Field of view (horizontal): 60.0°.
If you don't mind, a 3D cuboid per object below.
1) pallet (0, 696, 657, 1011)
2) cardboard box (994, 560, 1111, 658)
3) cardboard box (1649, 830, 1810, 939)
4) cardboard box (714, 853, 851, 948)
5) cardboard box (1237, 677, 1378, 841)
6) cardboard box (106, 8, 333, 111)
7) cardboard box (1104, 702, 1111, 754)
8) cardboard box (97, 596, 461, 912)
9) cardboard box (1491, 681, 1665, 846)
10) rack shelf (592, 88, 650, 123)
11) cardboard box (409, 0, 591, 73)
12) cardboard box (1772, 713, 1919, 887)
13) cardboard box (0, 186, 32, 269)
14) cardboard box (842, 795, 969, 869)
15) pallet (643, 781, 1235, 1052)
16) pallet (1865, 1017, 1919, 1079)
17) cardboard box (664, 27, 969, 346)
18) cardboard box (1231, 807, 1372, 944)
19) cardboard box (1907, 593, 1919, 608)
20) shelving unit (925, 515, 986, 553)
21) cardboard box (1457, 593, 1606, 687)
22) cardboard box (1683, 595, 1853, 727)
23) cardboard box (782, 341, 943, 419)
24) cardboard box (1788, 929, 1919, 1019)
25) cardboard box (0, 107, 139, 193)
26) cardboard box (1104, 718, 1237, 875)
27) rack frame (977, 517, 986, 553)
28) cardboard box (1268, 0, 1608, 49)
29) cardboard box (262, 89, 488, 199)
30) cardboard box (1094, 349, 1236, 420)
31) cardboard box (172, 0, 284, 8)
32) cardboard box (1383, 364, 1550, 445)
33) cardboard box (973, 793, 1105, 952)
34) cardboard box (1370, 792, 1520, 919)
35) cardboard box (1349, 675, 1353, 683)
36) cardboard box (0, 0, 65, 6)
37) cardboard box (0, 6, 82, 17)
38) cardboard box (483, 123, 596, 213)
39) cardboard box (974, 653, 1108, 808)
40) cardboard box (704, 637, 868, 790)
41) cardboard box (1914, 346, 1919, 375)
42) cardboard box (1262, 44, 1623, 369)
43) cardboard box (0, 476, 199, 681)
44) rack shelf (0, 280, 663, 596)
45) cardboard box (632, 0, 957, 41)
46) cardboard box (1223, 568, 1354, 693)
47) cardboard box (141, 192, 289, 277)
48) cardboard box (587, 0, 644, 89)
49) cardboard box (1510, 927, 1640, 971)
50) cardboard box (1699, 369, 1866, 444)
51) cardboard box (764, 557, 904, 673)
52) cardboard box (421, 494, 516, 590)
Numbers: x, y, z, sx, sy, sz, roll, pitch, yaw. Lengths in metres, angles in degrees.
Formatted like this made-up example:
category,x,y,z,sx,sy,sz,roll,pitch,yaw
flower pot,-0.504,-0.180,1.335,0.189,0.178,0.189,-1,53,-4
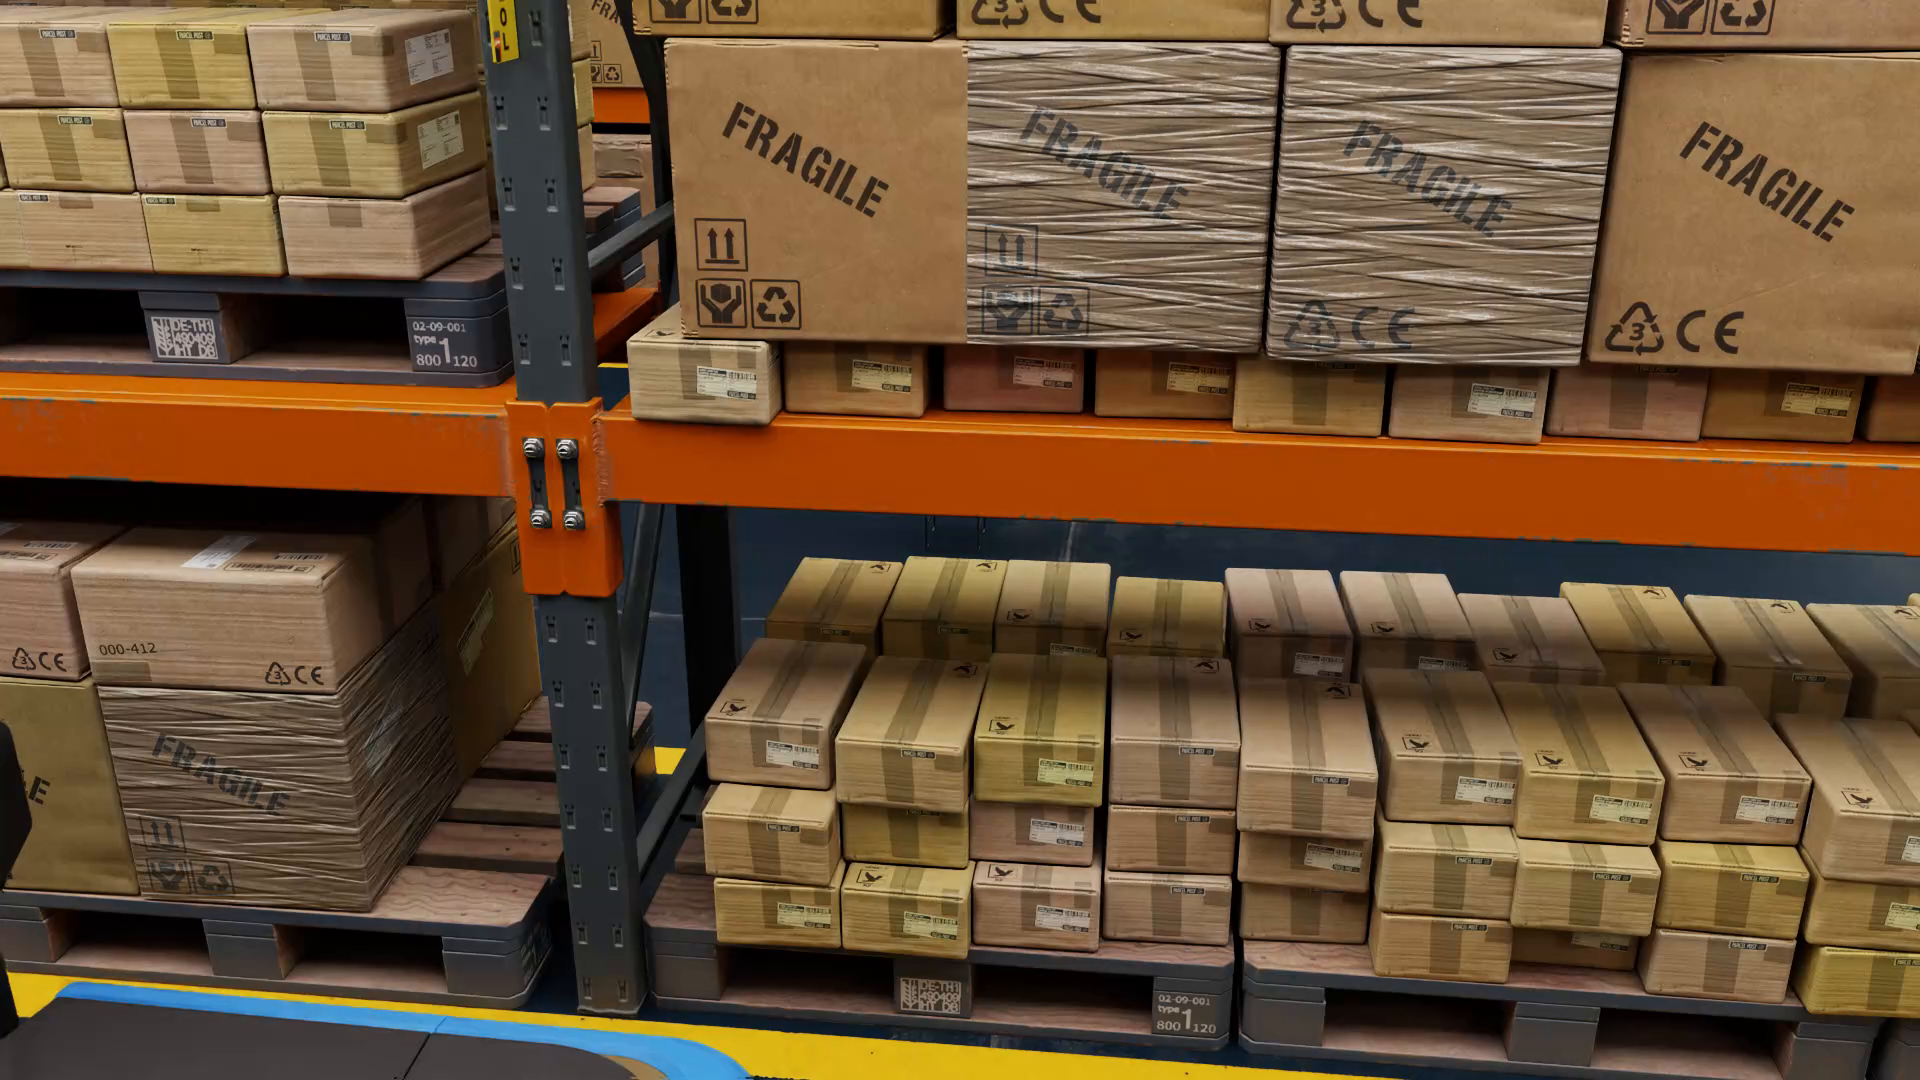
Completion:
category,x,y,z,sx,sy,sz,roll,pitch,yaw
pallet,-1.444,0.674,3.949,1.213,0.211,1.003,2,22,6
cardboard box,0.220,0.189,3.879,0.250,0.149,0.380,2,22,6
cardboard box,1.459,0.599,3.246,0.250,0.149,0.380,4,22,9
cardboard box,-0.347,0.673,3.463,0.250,0.149,0.380,2,22,4
cardboard box,0.675,0.425,3.283,0.250,0.149,0.380,3,22,7
cardboard box,-1.359,-0.903,3.104,0.250,0.149,0.380,2,22,5
cardboard box,0.455,0.359,3.855,0.250,0.149,0.380,3,22,7
cardboard box,-1.435,0.437,3.583,0.500,0.500,0.500,2,22,5
cardboard box,1.196,0.431,3.266,0.250,0.149,0.380,3,22,7
rack shelf,-1.973,-2.149,8.273,4.000,0.370,1.077,2,22,6
cardboard box,-1.008,-1.130,3.680,0.250,0.149,0.380,4,22,9
cardboard box,1.708,0.484,3.133,0.250,0.149,0.380,3,22,8
cardboard box,-1.843,-0.647,3.267,0.250,0.149,0.380,1,22,4
cardboard box,-0.087,0.513,3.465,0.250,0.149,0.380,3,22,7
pallet,0.000,0.723,3.824,1.213,0.211,1.003,2,22,6
pallet,2.423,0.828,3.557,1.213,0.211,1.003,2,22,6
cardboard box,-0.209,-0.661,2.992,0.500,0.500,0.500,2,22,5
cardboard box,0.699,0.668,3.476,0.250,0.149,0.380,2,22,4
cardboard box,2.298,0.264,3.688,0.250,0.149,0.380,2,22,6
shelving unit,-0.014,-0.559,5.721,0.189,1.200,0.258,2,22,6
cardboard box,1.251,0.264,3.688,0.250,0.149,0.380,3,22,6
cardboard box,1.768,0.268,3.678,0.250,0.149,0.380,3,22,8
cardboard box,-0.163,-0.357,3.106,0.250,0.149,0.380,3,22,8
cardboard box,1.727,0.756,3.255,0.250,0.149,0.380,2,22,4
cardboard box,-1.597,-0.775,3.186,0.250,0.149,0.380,3,22,9
cardboard box,0.427,0.523,3.439,0.250,0.149,0.380,1,22,4
rack frame,0.076,-0.555,5.711,0.006,1.200,0.240,2,22,6
cardboard box,0.762,-1.081,2.695,0.500,0.500,0.500,3,22,7
cardboard box,-1.089,-0.752,3.128,0.250,0.149,0.380,3,22,8
cardboard box,0.377,-0.351,3.090,0.250,0.149,0.380,2,22,4
cardboard box,-1.540,-1.152,3.735,0.250,0.149,0.380,3,22,7
cardboard box,0.885,-0.302,2.966,0.250,0.149,0.380,3,22,9
cardboard box,0.170,0.677,3.454,0.250,0.149,0.380,2,22,6
cardboard box,0.941,0.577,3.301,0.250,0.149,0.380,2,22,6
cardboard box,0.974,0.381,3.797,0.250,0.149,0.380,1,22,4
cardboard box,-2.042,-1.175,3.792,0.250,0.149,0.380,2,22,6
cardboard box,-1.876,-0.926,3.163,0.250,0.149,0.380,2,22,6
cardboard box,-1.008,-0.853,3.789,0.250,0.149,0.380,1,22,4
cardboard box,0.170,0.381,3.394,0.250,0.149,0.380,2,22,6
cardboard box,-0.353,0.354,3.461,0.250,0.149,0.380,3,22,8
cardboard box,1.809,-0.570,2.761,0.500,0.500,0.500,3,22,6
cardboard box,0.780,-0.608,2.857,0.500,0.500,0.500,2,22,5
cardboard box,-1.949,0.061,3.514,0.500,0.250,0.500,4,22,9
rack shelf,-2.657,-0.342,3.704,4.000,0.370,1.077,2,22,6
cardboard box,-0.251,-1.131,2.821,0.500,0.500,0.500,3,22,8
cardboard box,0.748,0.207,3.835,0.250,0.149,0.380,1,22,4
cardboard box,-1.347,-0.624,3.210,0.250,0.149,0.380,3,22,7
cardboard box,-1.494,-2.408,7.814,0.500,0.500,0.500,2,22,6
cardboard box,1.216,0.698,3.400,0.250,0.149,0.380,3,22,8
cardboard box,1.410,-0.304,2.972,0.250,0.149,0.380,3,22,7
cardboard box,-0.287,0.184,3.891,0.250,0.149,0.380,3,22,8
cardboard box,-1.374,-0.100,3.922,0.500,0.250,0.500,2,22,4
